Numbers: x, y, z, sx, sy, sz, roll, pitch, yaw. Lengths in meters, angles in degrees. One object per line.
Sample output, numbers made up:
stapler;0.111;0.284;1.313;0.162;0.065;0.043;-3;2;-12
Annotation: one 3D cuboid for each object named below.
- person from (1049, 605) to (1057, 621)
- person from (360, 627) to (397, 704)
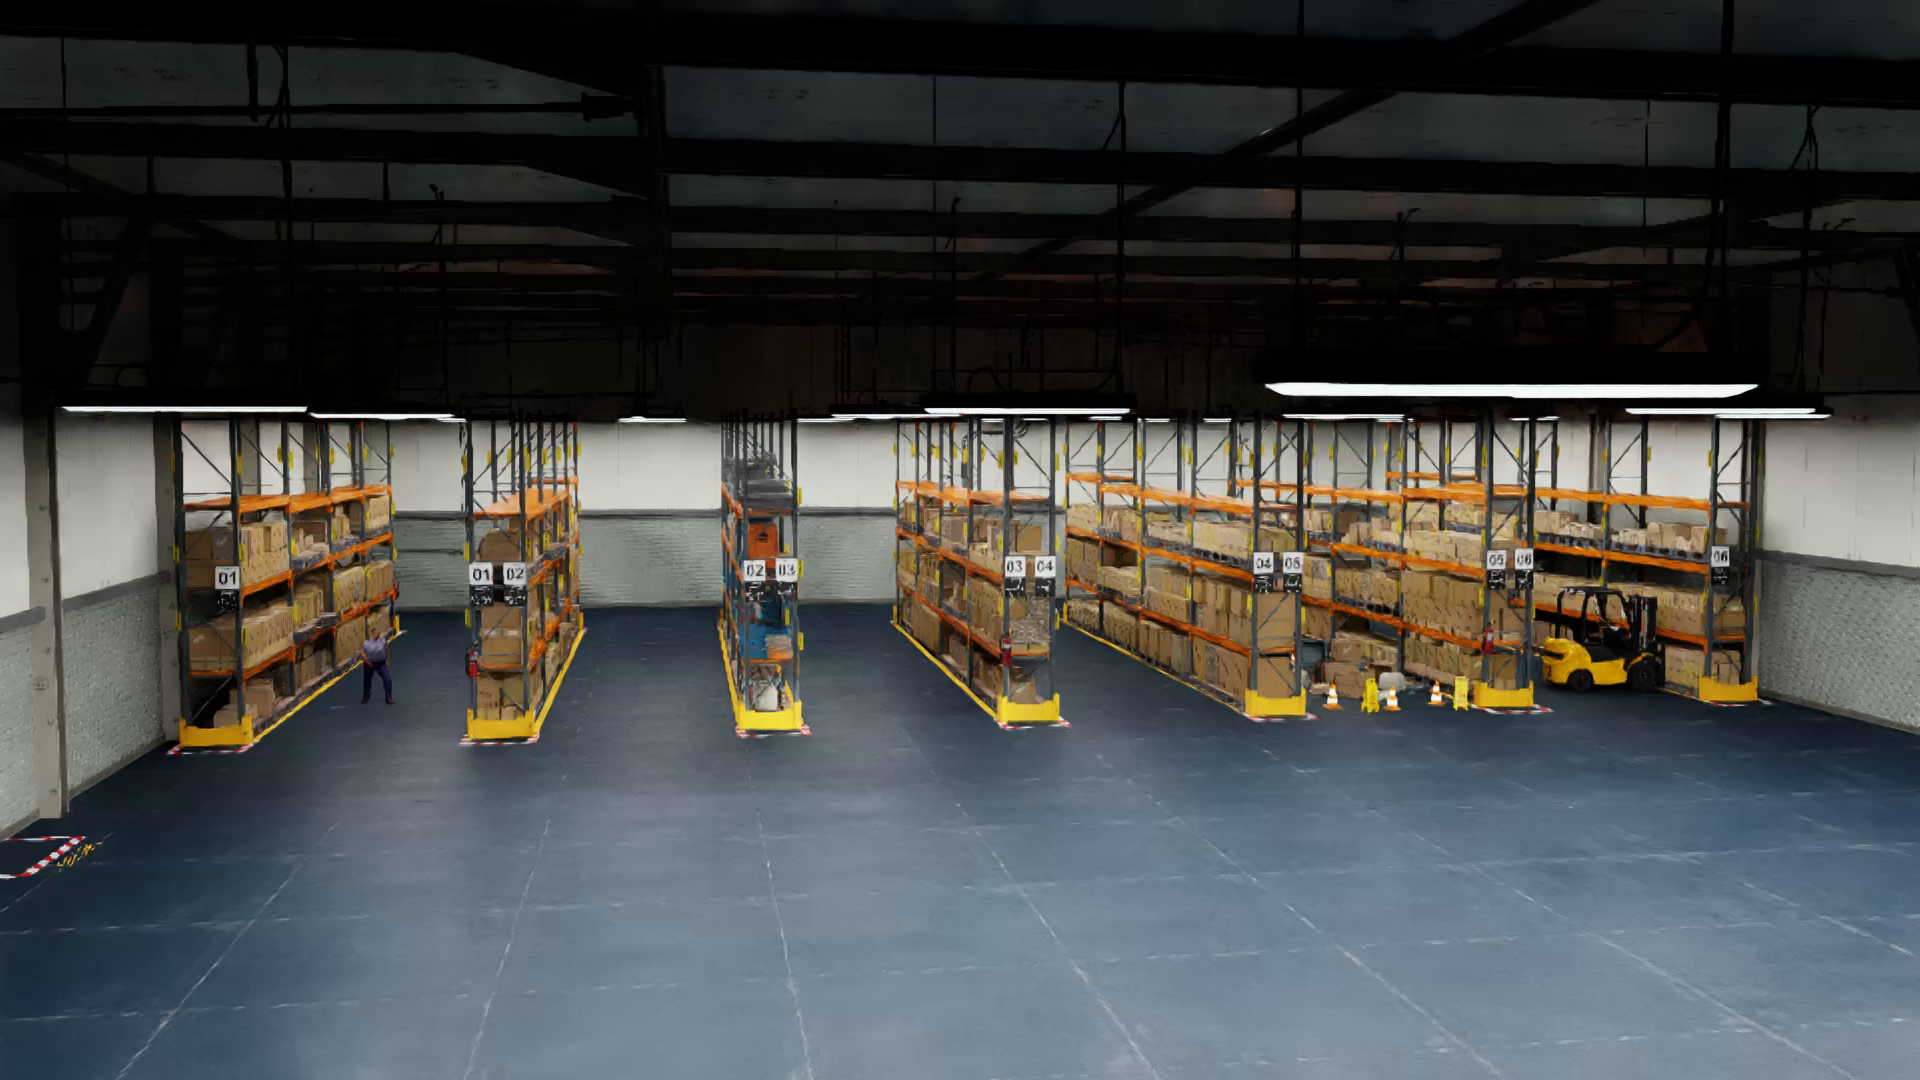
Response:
person;2.215;1.952;42.315;0.502;1.625;0.989;-1;4;-10
person;-11.933;2.552;34.023;0.655;1.578;0.824;-2;4;-27
